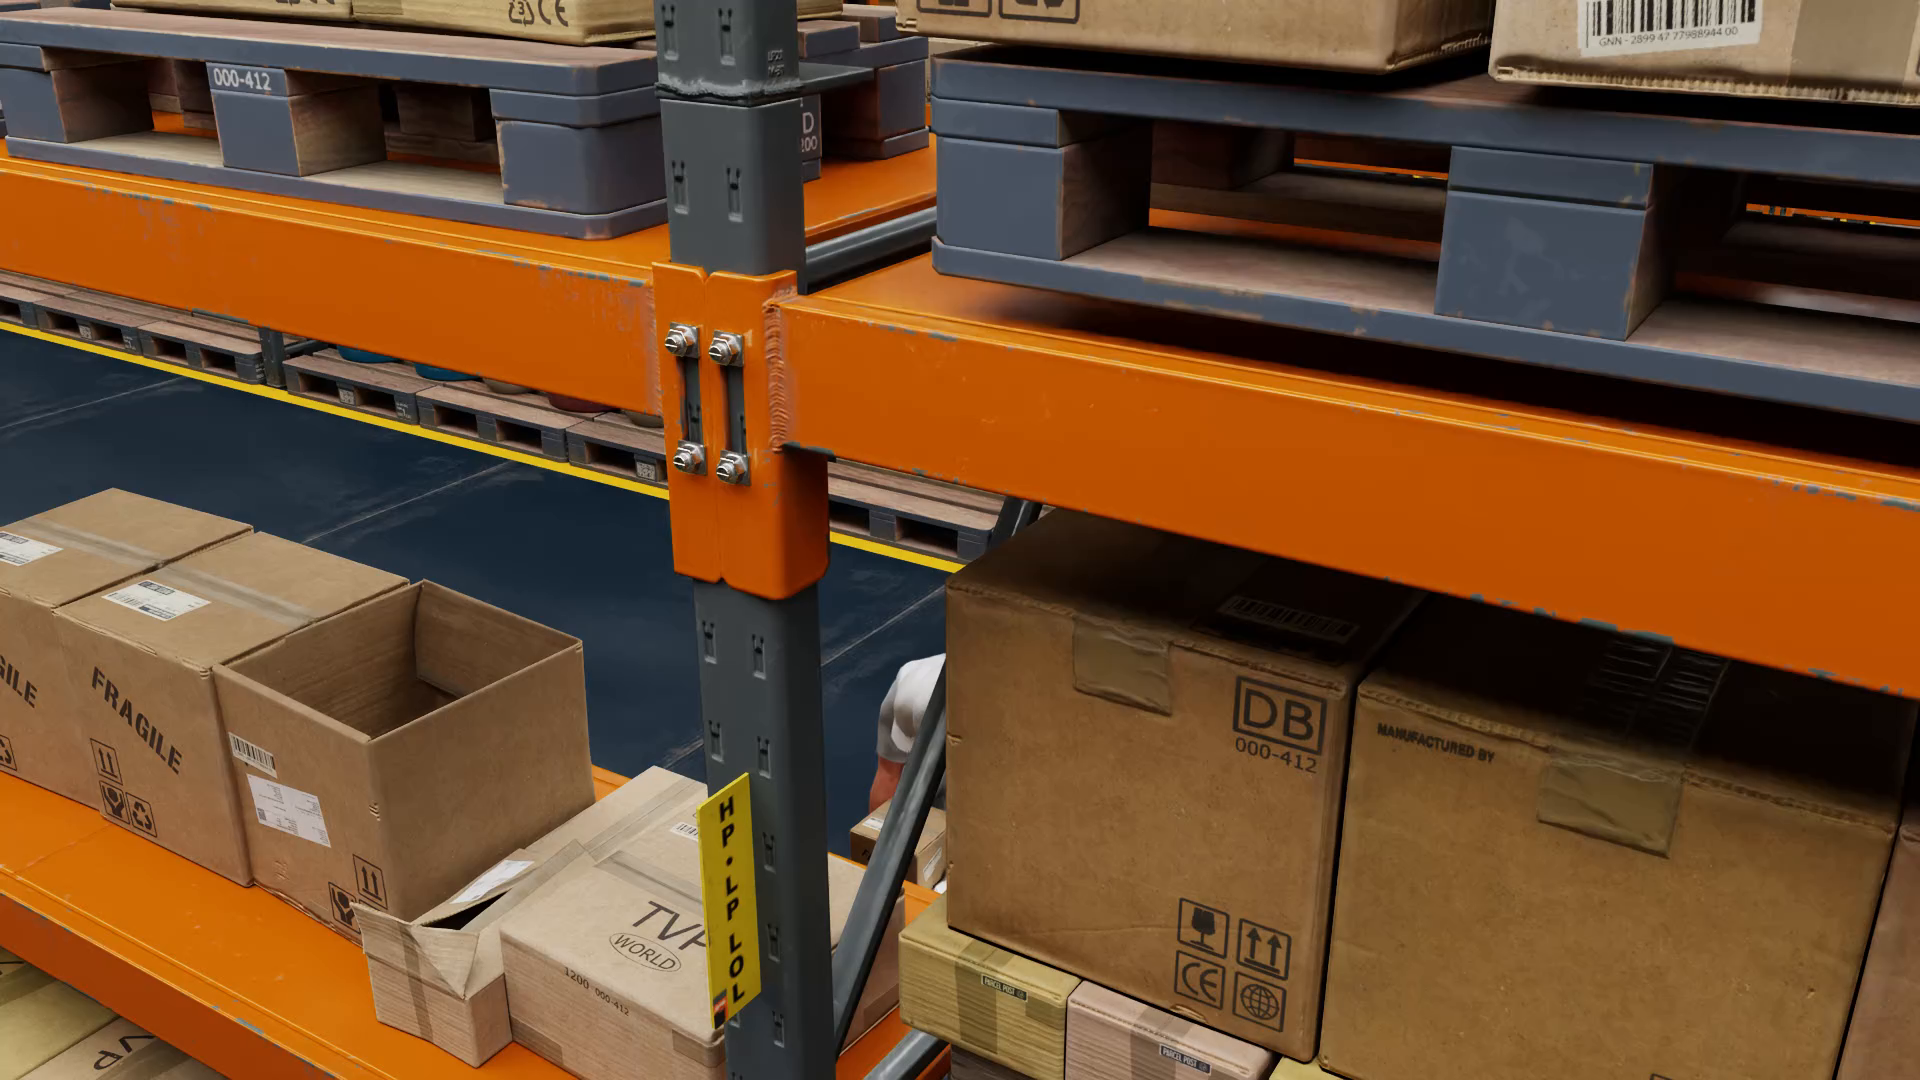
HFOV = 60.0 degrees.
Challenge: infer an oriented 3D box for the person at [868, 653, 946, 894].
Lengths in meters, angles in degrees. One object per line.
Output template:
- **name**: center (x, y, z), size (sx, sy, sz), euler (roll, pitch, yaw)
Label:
- **person**: center (0.023, 0.729, 5.368), size (0.534, 0.997, 0.894), euler (13, 26, 28)
